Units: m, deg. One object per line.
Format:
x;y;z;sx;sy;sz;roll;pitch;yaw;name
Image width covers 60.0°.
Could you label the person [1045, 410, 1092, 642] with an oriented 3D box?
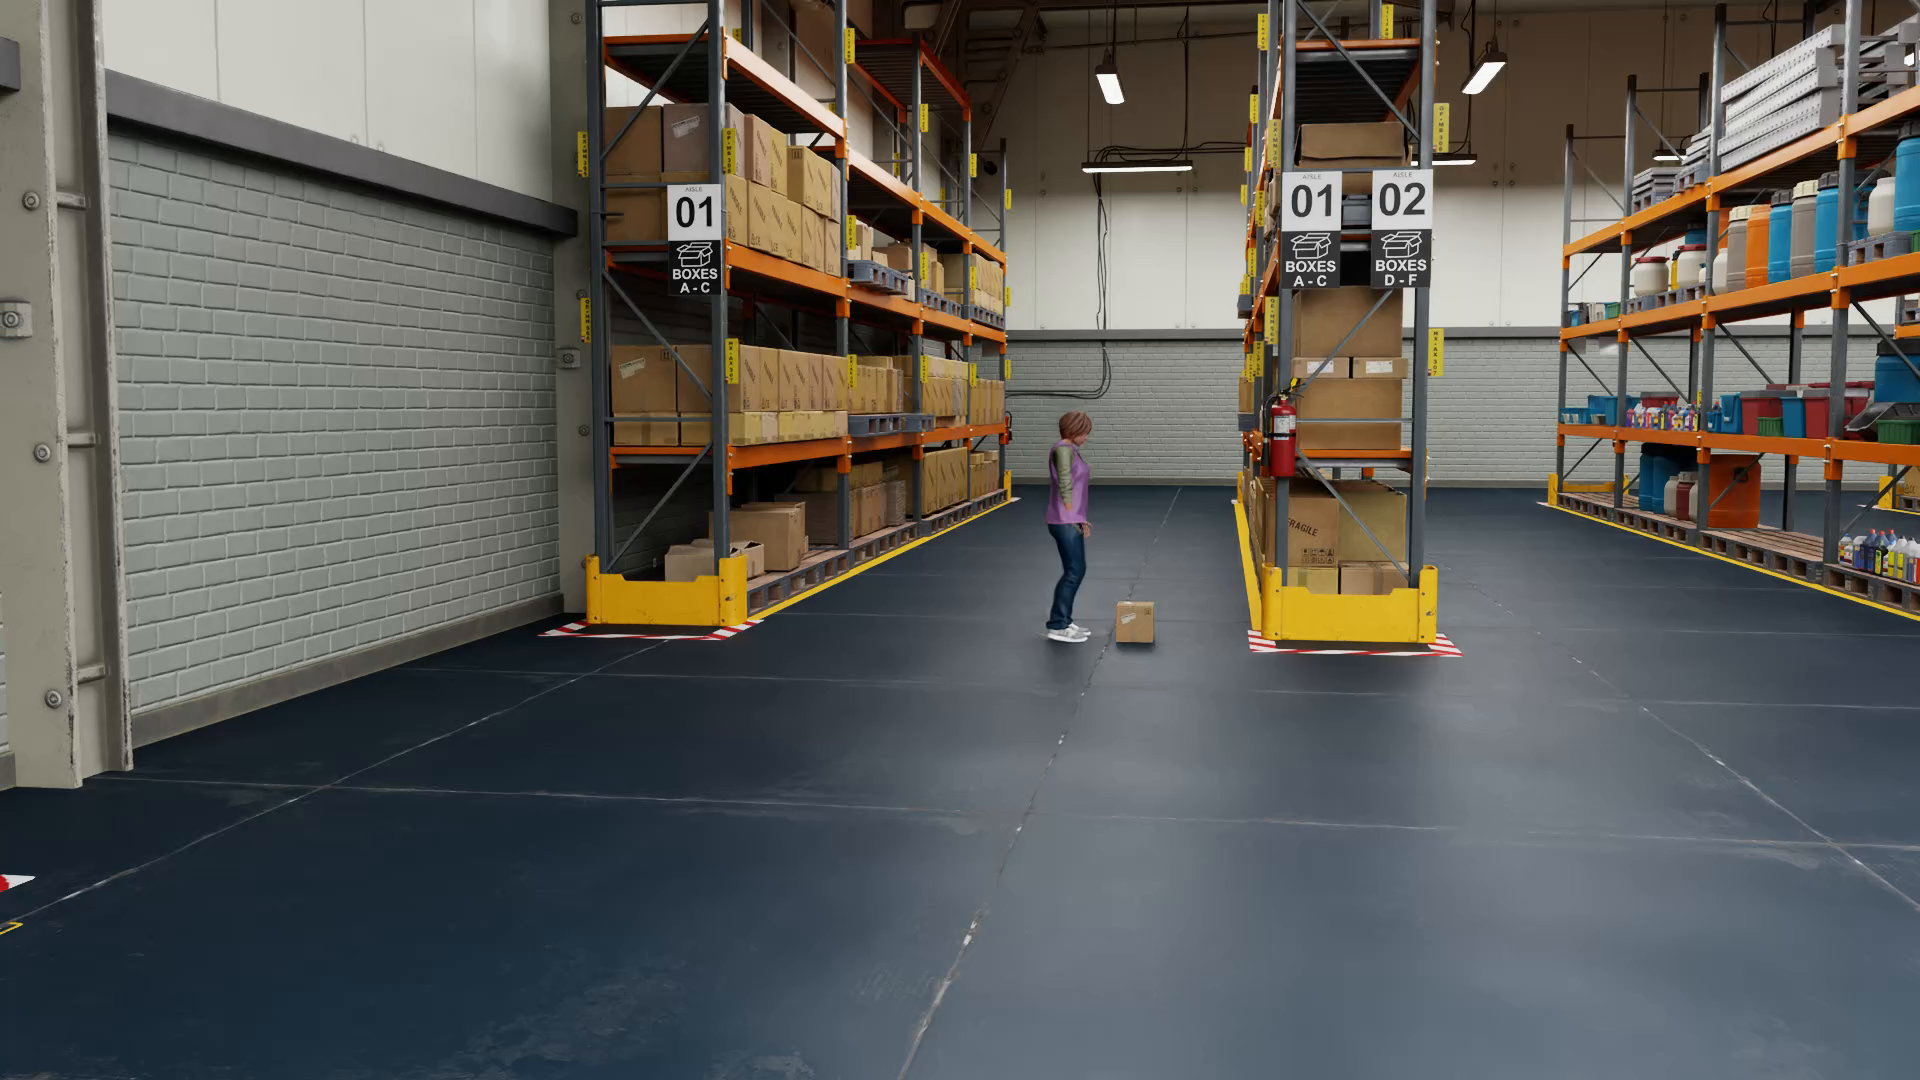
0.748;-0.102;11.502;0.316;1.589;0.412;1;5;10;person
